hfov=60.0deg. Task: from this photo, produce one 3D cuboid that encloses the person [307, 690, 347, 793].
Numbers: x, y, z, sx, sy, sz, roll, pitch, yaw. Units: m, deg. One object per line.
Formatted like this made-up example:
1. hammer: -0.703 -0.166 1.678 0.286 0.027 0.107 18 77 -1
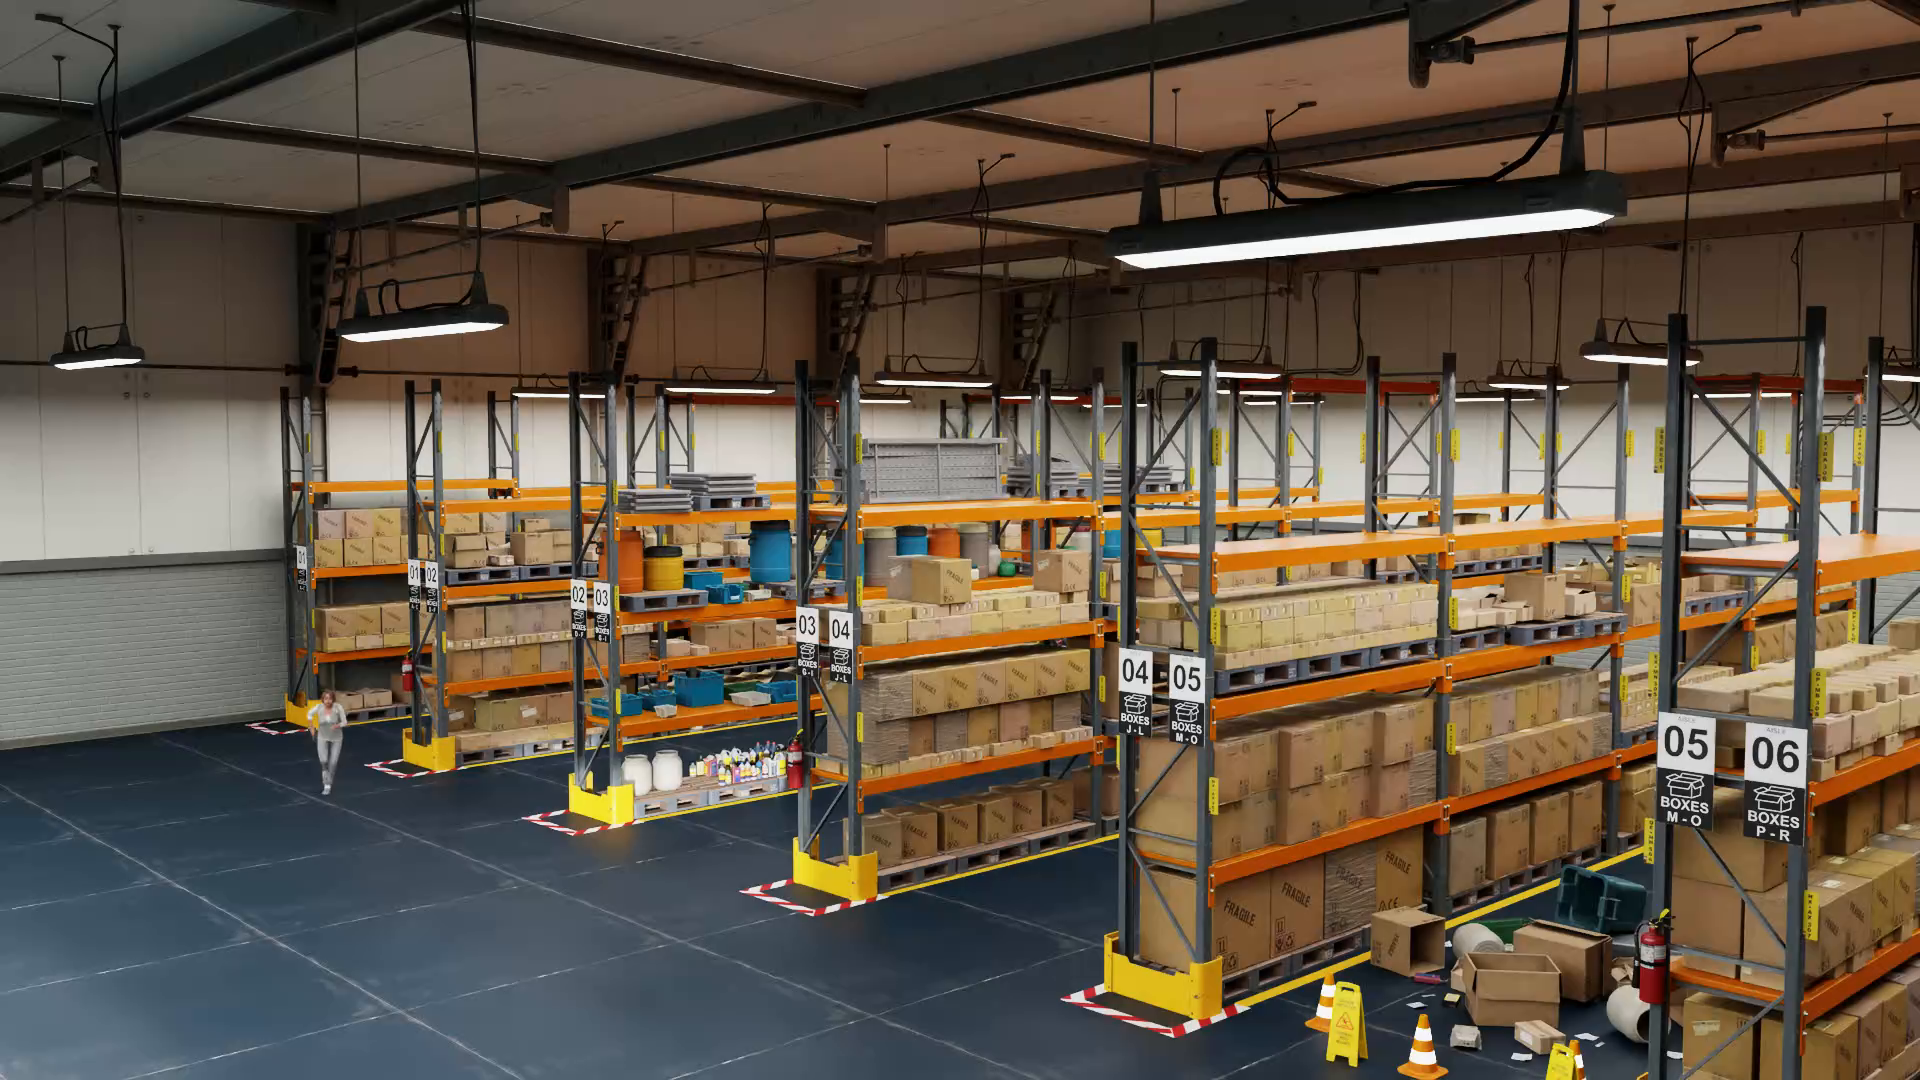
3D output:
1. person: -9.040 2.890 23.779 0.525 1.529 0.680 -2 4 -23
